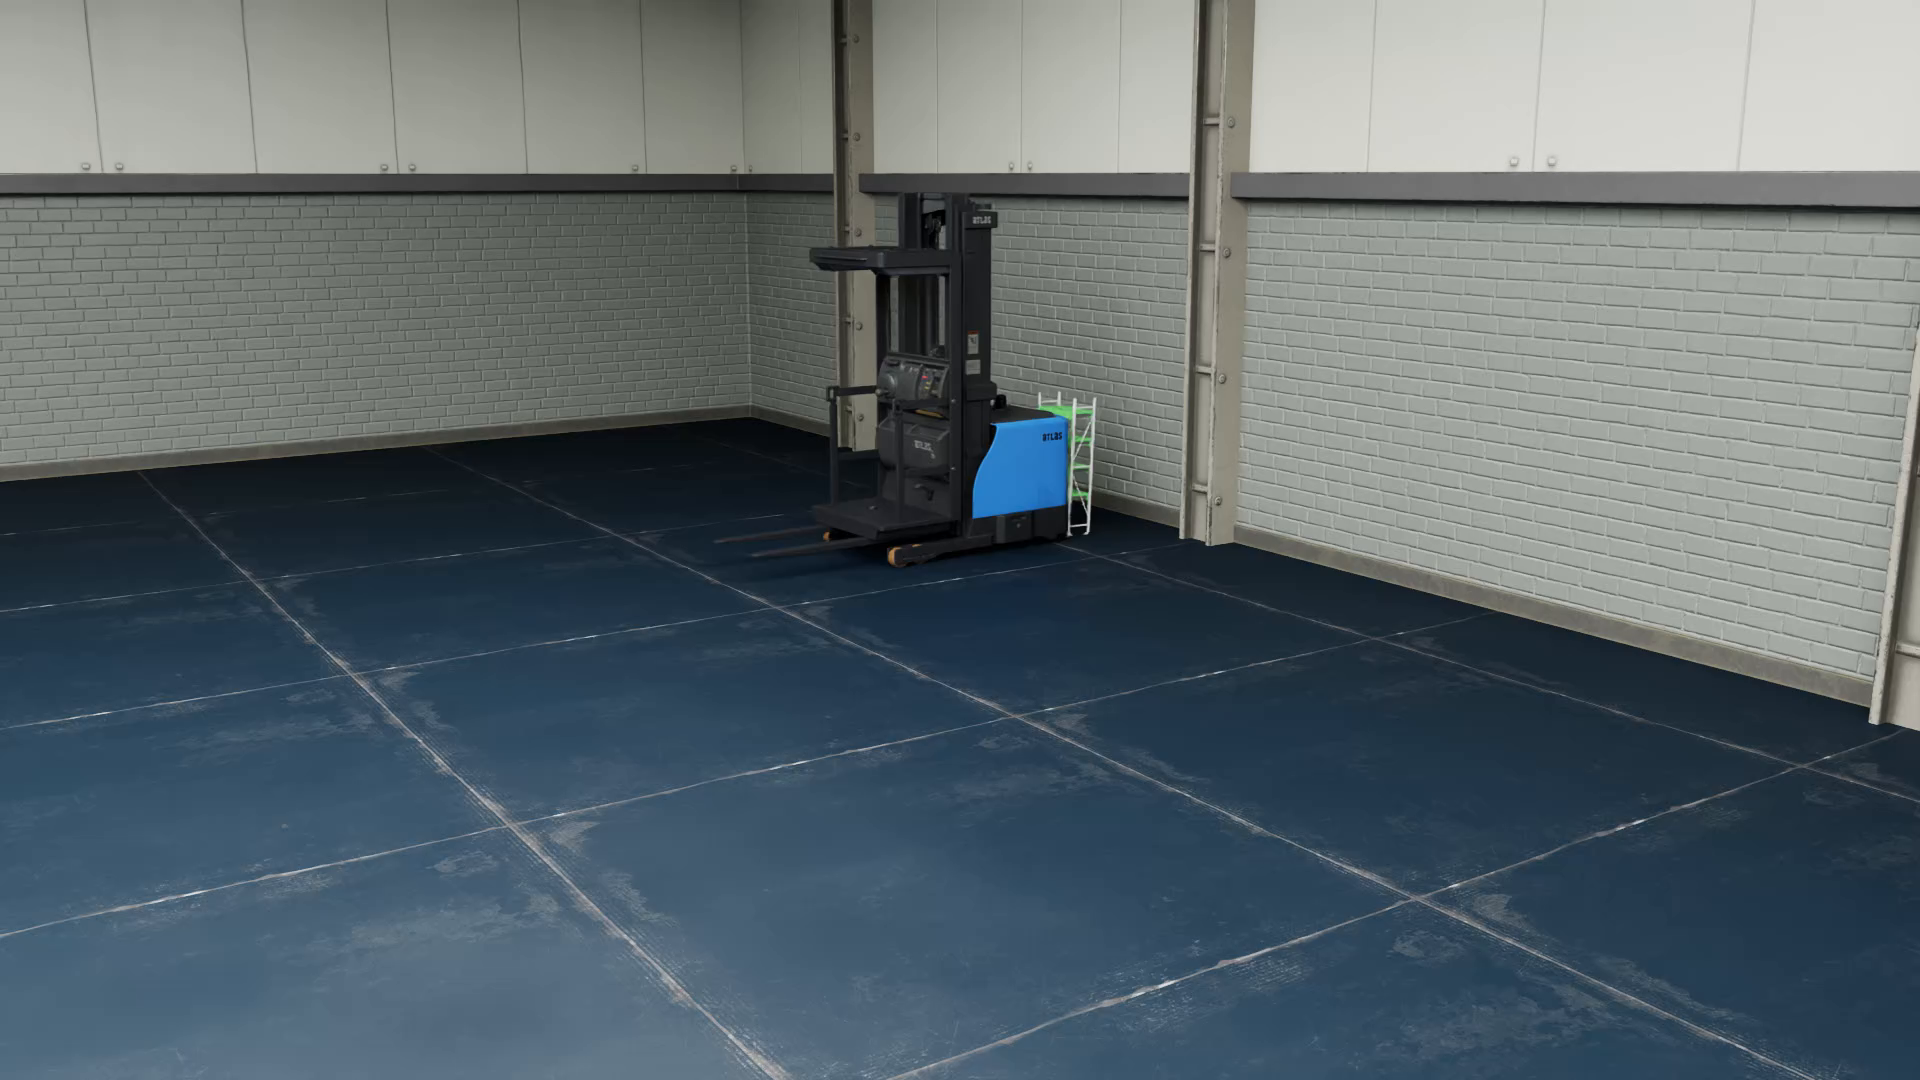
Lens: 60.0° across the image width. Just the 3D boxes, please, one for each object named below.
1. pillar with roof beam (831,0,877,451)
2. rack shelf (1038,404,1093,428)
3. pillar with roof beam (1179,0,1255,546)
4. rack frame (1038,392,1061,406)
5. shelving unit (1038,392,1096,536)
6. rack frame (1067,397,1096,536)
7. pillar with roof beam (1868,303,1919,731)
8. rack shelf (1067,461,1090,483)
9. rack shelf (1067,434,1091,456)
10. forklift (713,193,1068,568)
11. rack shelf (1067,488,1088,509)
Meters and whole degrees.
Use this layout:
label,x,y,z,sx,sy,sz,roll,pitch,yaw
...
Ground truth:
label,x,y,z,sx,sy,sz,roll,pitch,yaw
pillar with roof beam,-4.770,-4.956,15.960,9.100,9.000,0.400,-8,15,-33
rack shelf,0.929,-1.086,14.547,0.258,0.148,0.480,-6,13,-35
pillar with roof beam,-1.446,-3.889,11.080,9.100,9.000,0.400,-8,15,-33
rack frame,0.773,-0.720,14.820,0.240,1.200,0.015,-6,13,-35
shelving unit,0.914,-0.678,14.626,0.258,1.200,0.503,-6,13,-35
rack frame,1.055,-0.635,14.431,0.240,1.200,0.015,-6,13,-35
pillar with roof beam,1.879,-2.822,6.200,9.100,9.000,0.400,-8,15,-33
rack shelf,0.911,-0.615,14.638,0.258,0.148,0.480,-6,13,-35
rack shelf,0.920,-0.850,14.592,0.258,0.148,0.480,-6,13,-35
forklift,-0.556,-1.337,13.615,3.031,2.935,1.130,-9,15,-35
rack shelf,0.903,-0.379,14.683,0.258,0.148,0.480,-6,13,-35
